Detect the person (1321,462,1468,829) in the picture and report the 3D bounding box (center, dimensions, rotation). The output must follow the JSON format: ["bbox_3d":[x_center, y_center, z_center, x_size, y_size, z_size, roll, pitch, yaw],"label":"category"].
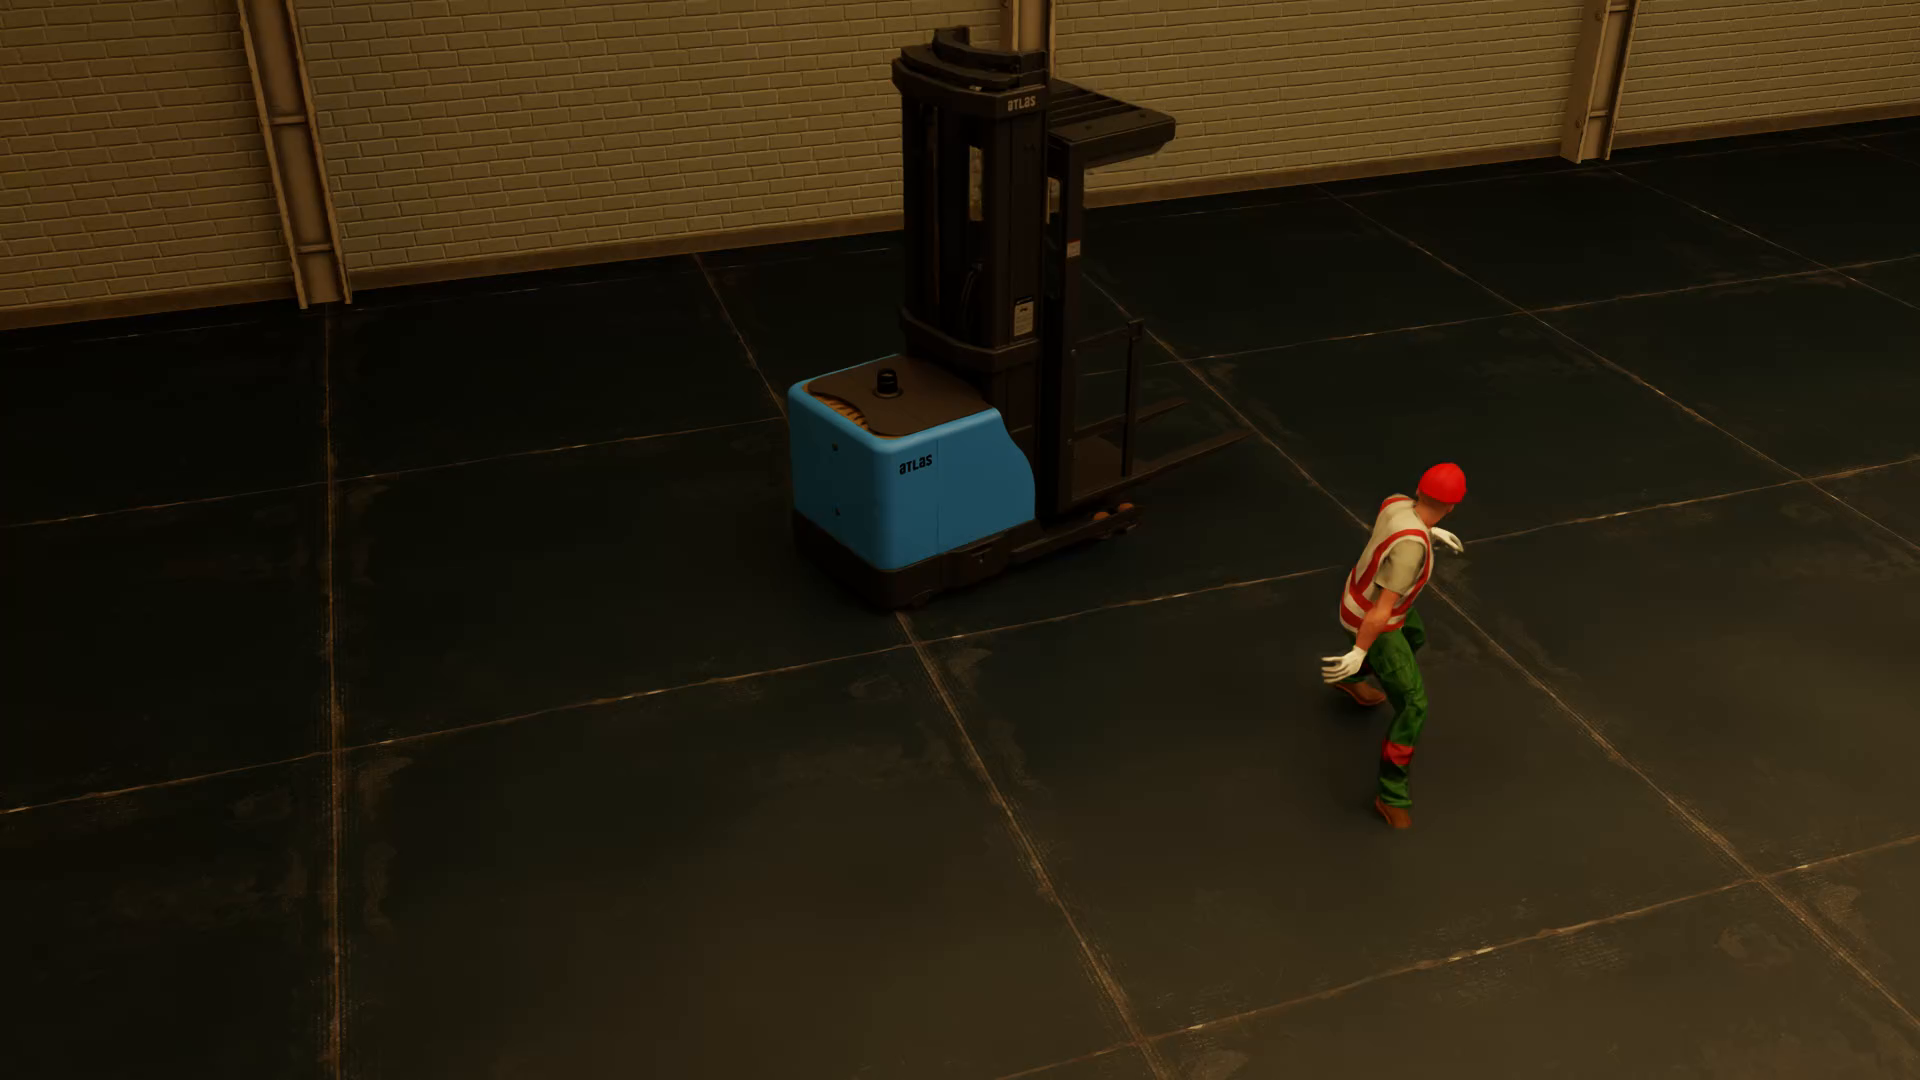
[{"bbox_3d":[2.016,0.421,7.777,0.567,1.720,1.139,9,31,14],"label":"person"}]

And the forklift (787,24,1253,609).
[{"bbox_3d":[0.492,-1.464,9.632,3.031,2.935,1.130,-20,36,-31],"label":"forklift"}]
